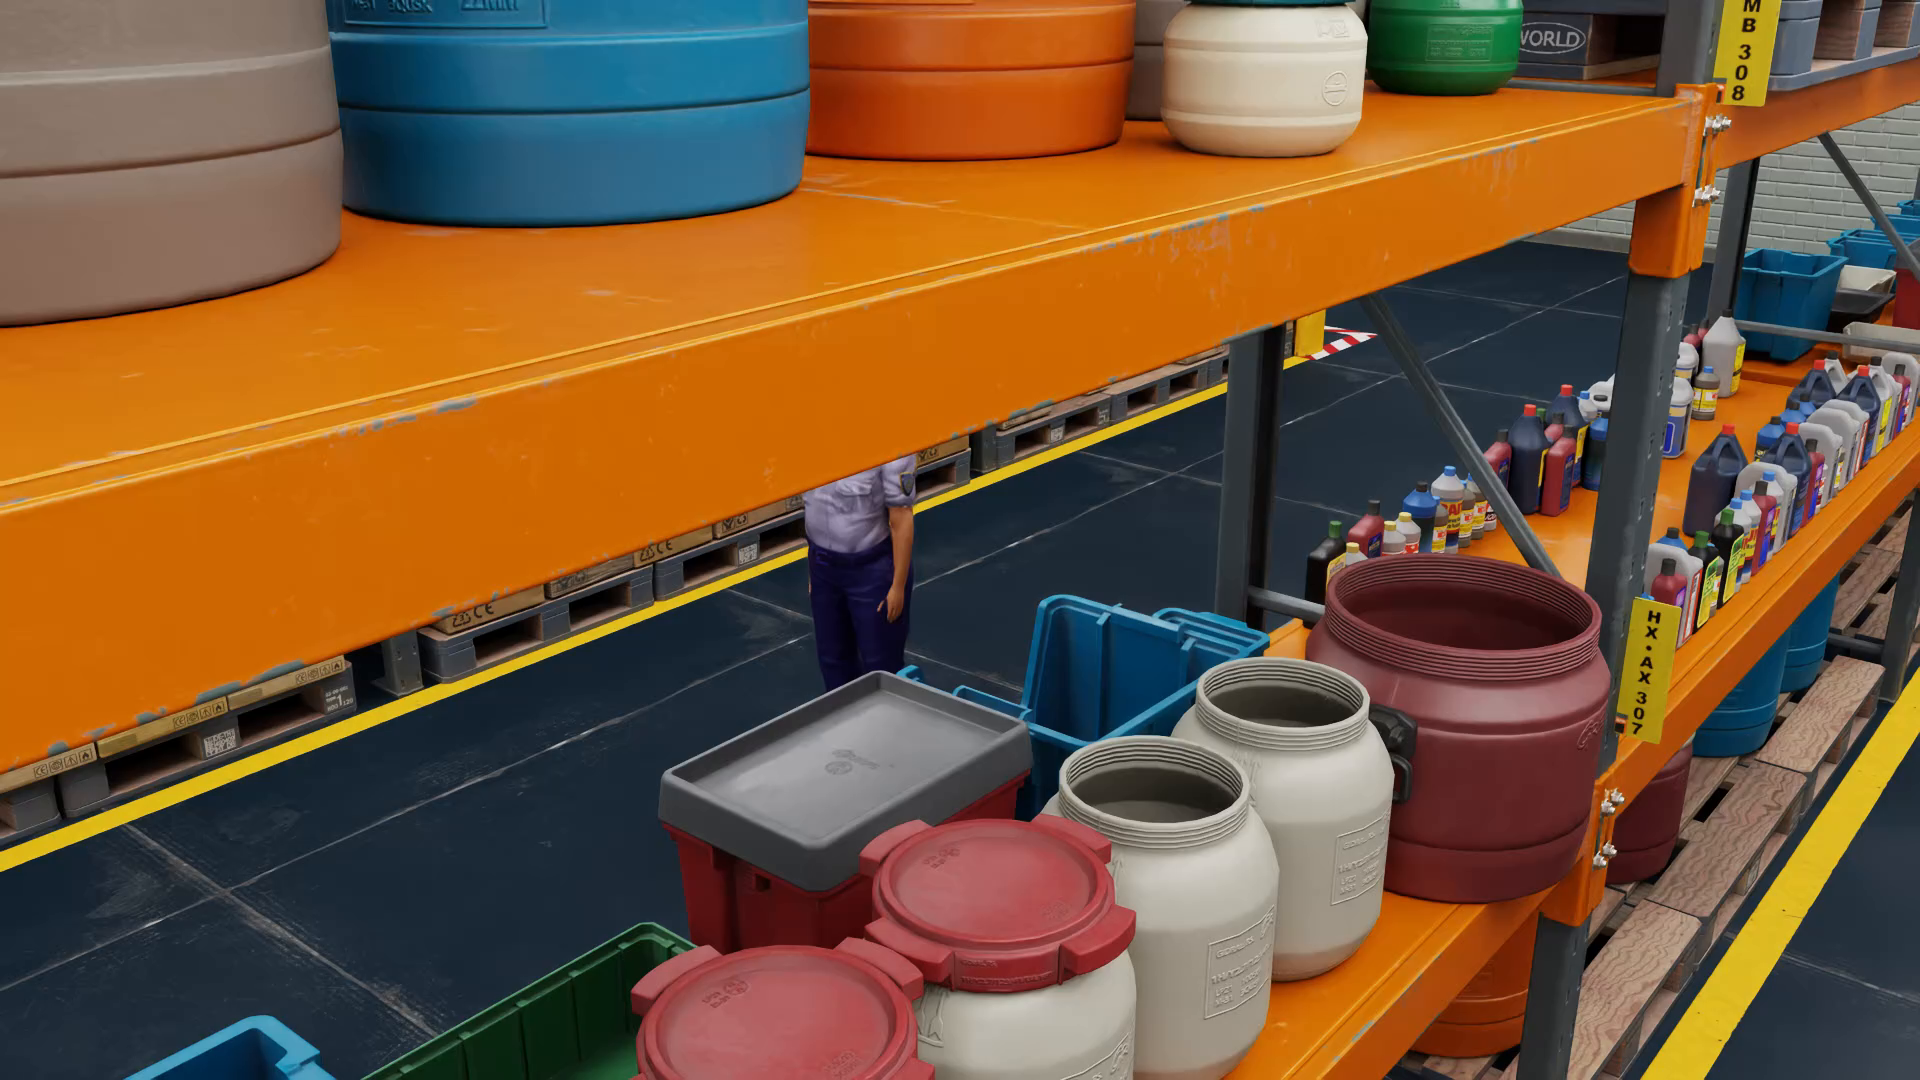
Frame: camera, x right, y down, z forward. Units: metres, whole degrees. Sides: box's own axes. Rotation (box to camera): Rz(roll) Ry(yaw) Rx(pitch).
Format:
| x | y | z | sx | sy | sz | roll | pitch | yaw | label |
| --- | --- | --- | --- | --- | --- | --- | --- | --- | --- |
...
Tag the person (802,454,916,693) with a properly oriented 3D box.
| x | y | z | sx | sy | sz | roll | pitch | yaw | label |
| --- | --- | --- | --- | --- | --- | --- | --- | --- | --- |
| -0.378 | 0.142 | 6.225 | 0.472 | 1.660 | 0.344 | 17 | 26 | 38 | person |
